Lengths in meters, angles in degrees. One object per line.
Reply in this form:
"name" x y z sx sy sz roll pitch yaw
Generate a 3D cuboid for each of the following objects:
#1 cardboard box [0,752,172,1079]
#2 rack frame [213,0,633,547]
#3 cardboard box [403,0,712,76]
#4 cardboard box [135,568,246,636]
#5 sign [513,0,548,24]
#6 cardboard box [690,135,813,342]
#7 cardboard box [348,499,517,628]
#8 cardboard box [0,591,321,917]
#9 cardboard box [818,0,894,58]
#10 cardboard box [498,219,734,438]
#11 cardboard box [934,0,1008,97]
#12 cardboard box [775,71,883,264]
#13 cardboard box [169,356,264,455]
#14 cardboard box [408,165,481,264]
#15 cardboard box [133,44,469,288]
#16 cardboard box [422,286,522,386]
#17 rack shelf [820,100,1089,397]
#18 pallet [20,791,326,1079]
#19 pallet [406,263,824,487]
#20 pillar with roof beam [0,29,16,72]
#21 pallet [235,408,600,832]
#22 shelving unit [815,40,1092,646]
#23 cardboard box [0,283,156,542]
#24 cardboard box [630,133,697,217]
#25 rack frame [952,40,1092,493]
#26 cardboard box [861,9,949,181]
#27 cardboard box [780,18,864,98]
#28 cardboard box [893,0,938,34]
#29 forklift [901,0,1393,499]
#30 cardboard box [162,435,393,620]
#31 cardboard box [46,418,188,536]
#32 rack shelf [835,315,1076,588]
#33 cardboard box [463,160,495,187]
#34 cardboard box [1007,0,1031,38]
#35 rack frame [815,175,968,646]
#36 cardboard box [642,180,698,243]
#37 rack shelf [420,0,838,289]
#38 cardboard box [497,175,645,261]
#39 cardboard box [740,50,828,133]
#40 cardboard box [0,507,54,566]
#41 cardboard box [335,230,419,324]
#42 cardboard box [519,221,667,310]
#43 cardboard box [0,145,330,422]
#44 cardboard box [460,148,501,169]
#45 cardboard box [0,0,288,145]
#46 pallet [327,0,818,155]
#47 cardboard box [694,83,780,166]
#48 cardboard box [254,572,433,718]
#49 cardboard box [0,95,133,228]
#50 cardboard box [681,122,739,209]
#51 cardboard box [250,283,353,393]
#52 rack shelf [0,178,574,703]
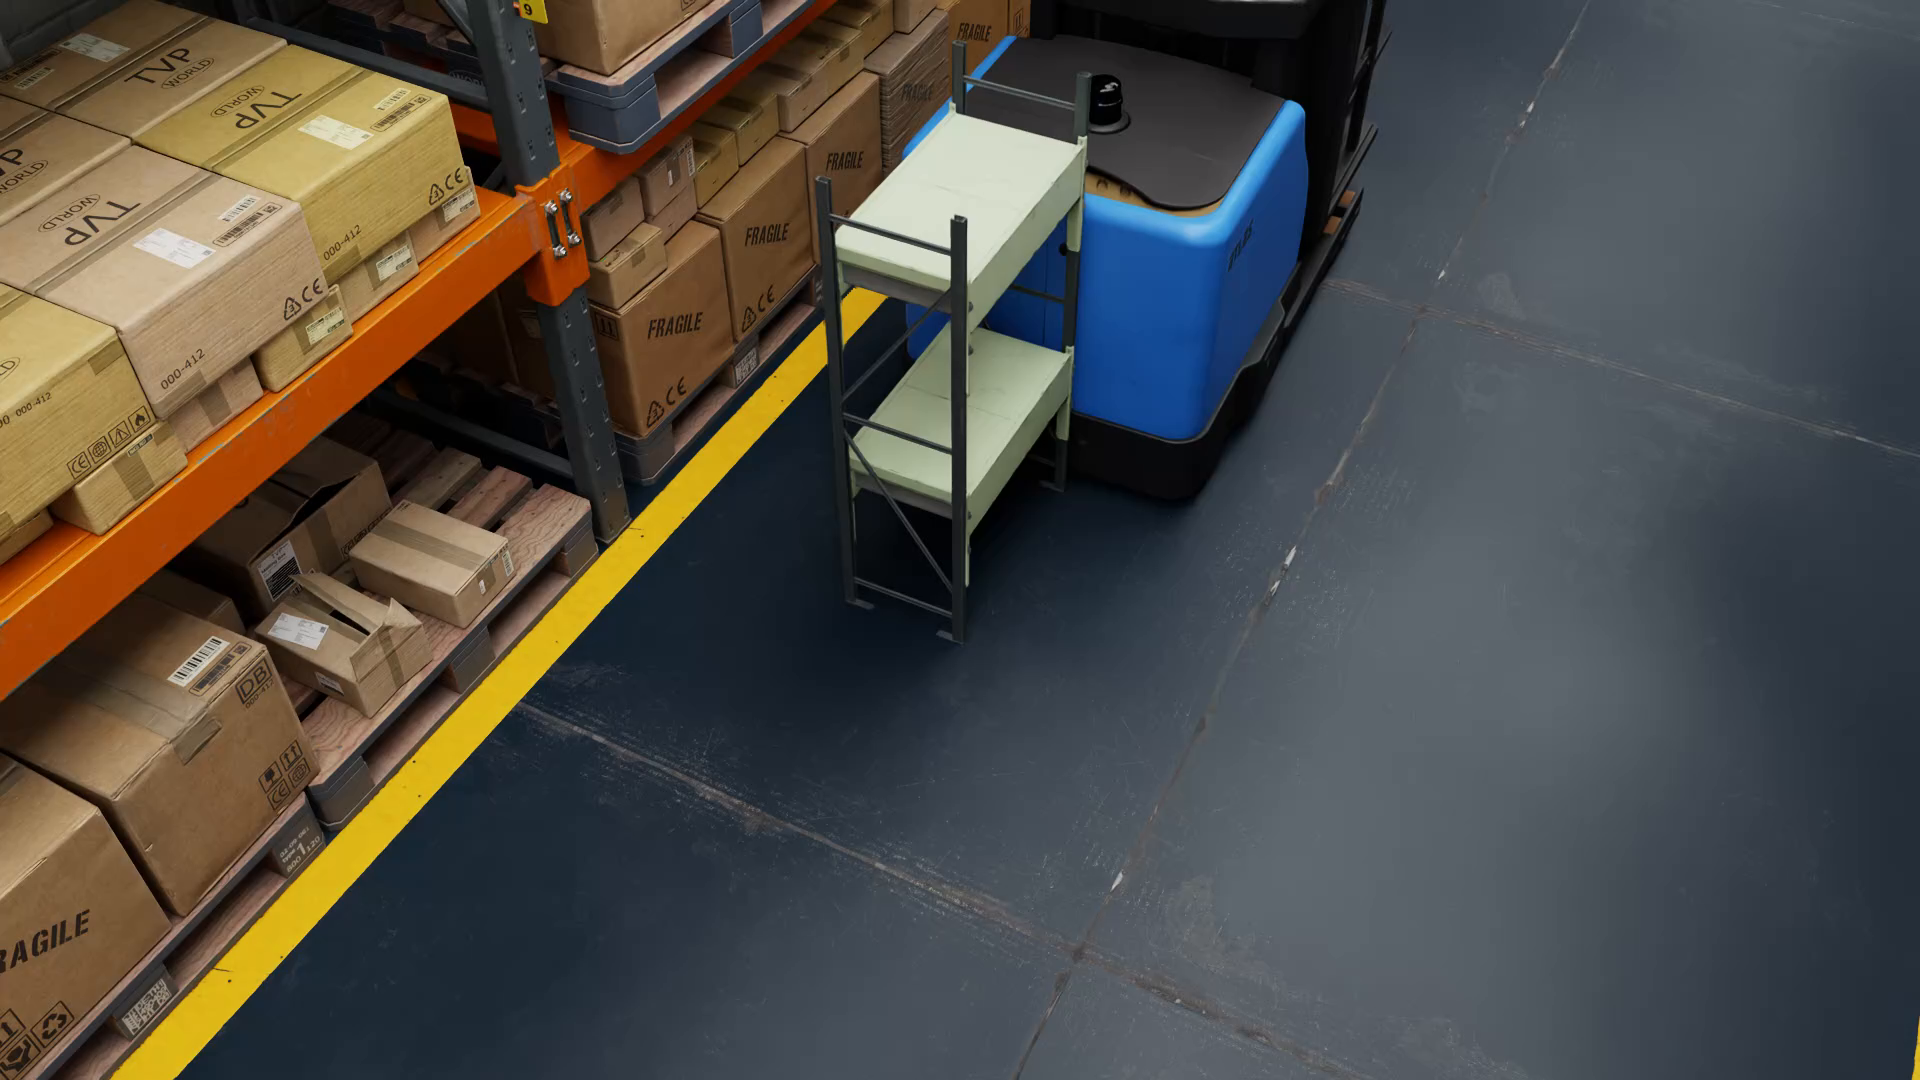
"cardboard box" -2.240 0.834 3.779 0.500 0.500 0.500 21 49 20
"rack frame" -1.516 -1.237 4.364 1.000 3.000 0.127 20 49 19
"cardboard box" -1.094 -1.651 4.407 0.700 0.500 0.500 22 49 20
"cardboard box" -2.234 0.229 4.624 0.380 0.149 0.250 20 49 19
"sign" -1.032 -1.367 3.883 0.100 0.325 0.005 20 49 19
"cardboard box" -0.854 -1.075 5.666 0.500 0.500 0.500 20 49 19
"cardboard box" -1.515 0.065 4.786 0.380 0.149 0.250 19 48 18
"cardboard box" -2.092 0.480 4.129 0.700 0.500 0.500 19 48 18
"cardboard box" -0.464 -1.895 6.020 0.380 0.149 0.250 21 49 19
"cardboard box" -1.093 -0.736 5.331 0.500 0.500 0.500 22 49 21
"cardboard box" -0.148 -2.046 6.625 0.500 0.500 0.500 22 49 21
"cardboard box" -0.619 -1.388 5.975 0.500 0.500 0.500 19 48 18
"cardboard box" -1.787 -0.365 3.679 0.380 0.149 0.250 22 49 20
"cardboard box" -1.441 -0.864 4.172 0.380 0.149 0.250 21 49 20
"cardboard box" -1.537 -0.888 3.915 0.500 0.250 0.500 22 49 20
"cardboard box" -1.551 -0.913 5.506 0.500 0.500 0.500 20 49 19
"rack shelf" -0.002 -0.790 4.427 0.431 0.370 0.720 20 49 18
"pallet" -2.401 0.947 4.166 1.003 0.211 1.213 20 49 19
"pallet" -1.172 -0.782 5.874 1.003 0.211 1.213 20 49 19
"pillar with roof beam" 1.175 -1.783 0.686 9.100 9.000 0.400 20 49 19
"pallet" -1.836 0.176 4.928 1.003 0.211 1.213 20 49 19
"shelving unit" -0.002 -0.515 4.705 0.431 1.500 0.755 20 49 18
"cardboard box" -1.999 -0.257 3.292 0.500 0.250 0.500 20 49 19
"cardboard box" -1.036 -1.156 5.081 0.380 0.149 0.250 18 48 17
"rack frame" 0.161 -0.748 4.935 0.400 1.500 0.023 20 49 18
"cardboard box" -0.372 -1.713 6.296 0.500 0.500 0.500 19 48 18
"cardboard box" -0.564 -1.715 5.843 0.380 0.149 0.250 22 49 20
"cardboard box" -0.305 -2.033 6.157 0.380 0.149 0.250 18 48 17
"forklift" 0.898 -2.216 5.380 1.130 2.935 3.031 19 48 17
"cardboard box" -2.033 -0.101 4.836 0.500 0.311 0.500 22 49 20
"cardboard box" -1.881 -0.195 3.510 0.380 0.149 0.250 20 49 18
"rack shelf" -0.002 -0.286 4.937 0.431 0.370 0.720 20 49 18
"cardboard box" -1.601 -1.061 5.196 0.380 0.149 0.250 19 48 18
"cardboard box" 0.093 -2.377 6.952 0.500 0.500 0.500 20 49 18
"rack frame" -0.166 -0.283 4.475 0.400 1.500 0.023 20 49 18
"cardboard box" -1.054 -1.072 5.207 0.380 0.149 0.250 19 48 18
"rack shelf" -0.588 -2.244 5.865 1.077 0.370 4.000 20 49 19
"cardboard box" -1.168 -0.997 4.923 0.380 0.149 0.250 20 49 18
"cardboard box" -0.681 -1.560 5.689 0.380 0.149 0.250 20 49 19
"cardboard box" -2.100 -0.069 3.386 0.380 0.149 0.250 21 49 20
"cardboard box" -1.542 -0.693 4.003 0.380 0.149 0.250 22 49 20
"cardboard box" -1.114 -0.872 5.009 0.380 0.149 0.250 23 50 21
"cardboard box" -1.756 -0.567 3.598 0.500 0.250 0.500 21 49 19
"cardboard box" -1.484 -1.229 5.361 0.380 0.149 0.250 20 49 19
"cardboard box" -1.986 -1.066 4.091 0.500 0.250 0.500 20 49 19
"pallet" -1.049 -1.637 4.894 1.003 0.211 1.213 20 49 19
"cardboard box" -0.830 -1.415 5.545 0.380 0.149 0.250 20 49 18
"cardboard box" -1.681 0.249 4.522 0.396 0.266 0.258 22 49 20
"cardboard box" -2.212 -0.748 3.776 0.500 0.250 0.500 20 49 19
"cardboard box" -0.945 -1.238 5.370 0.380 0.149 0.250 18 48 17
"cardboard box" -1.642 -0.522 3.833 0.380 0.149 0.250 22 49 20
"rack shelf" -2.445 0.276 3.374 1.077 0.370 4.000 20 49 19
